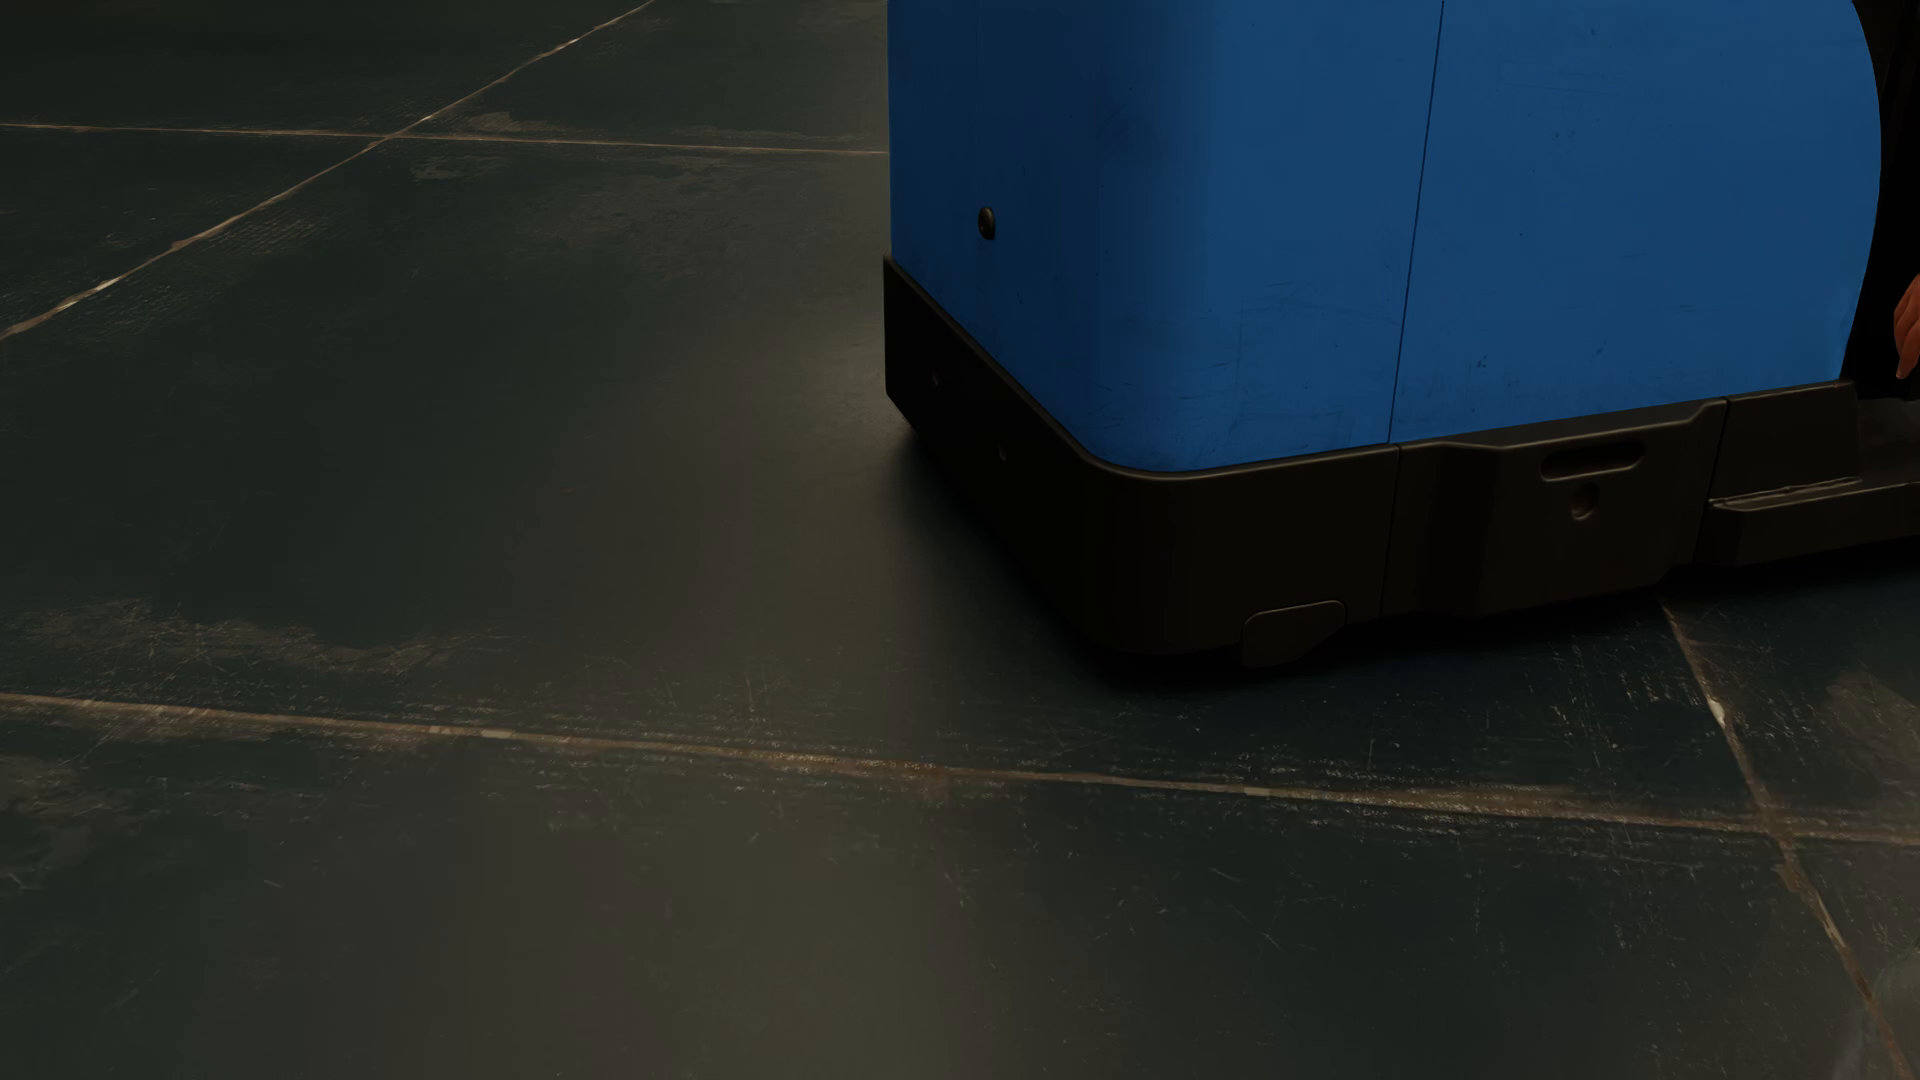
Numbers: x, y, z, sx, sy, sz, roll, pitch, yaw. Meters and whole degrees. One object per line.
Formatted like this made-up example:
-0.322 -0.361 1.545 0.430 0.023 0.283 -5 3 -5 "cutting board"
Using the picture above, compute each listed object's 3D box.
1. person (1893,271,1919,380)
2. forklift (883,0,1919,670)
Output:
0.940 -0.018 1.026 0.649 1.389 0.636 13 29 24 "person"
1.448 -1.528 2.279 3.031 2.935 1.130 -8 28 -17 "forklift"
